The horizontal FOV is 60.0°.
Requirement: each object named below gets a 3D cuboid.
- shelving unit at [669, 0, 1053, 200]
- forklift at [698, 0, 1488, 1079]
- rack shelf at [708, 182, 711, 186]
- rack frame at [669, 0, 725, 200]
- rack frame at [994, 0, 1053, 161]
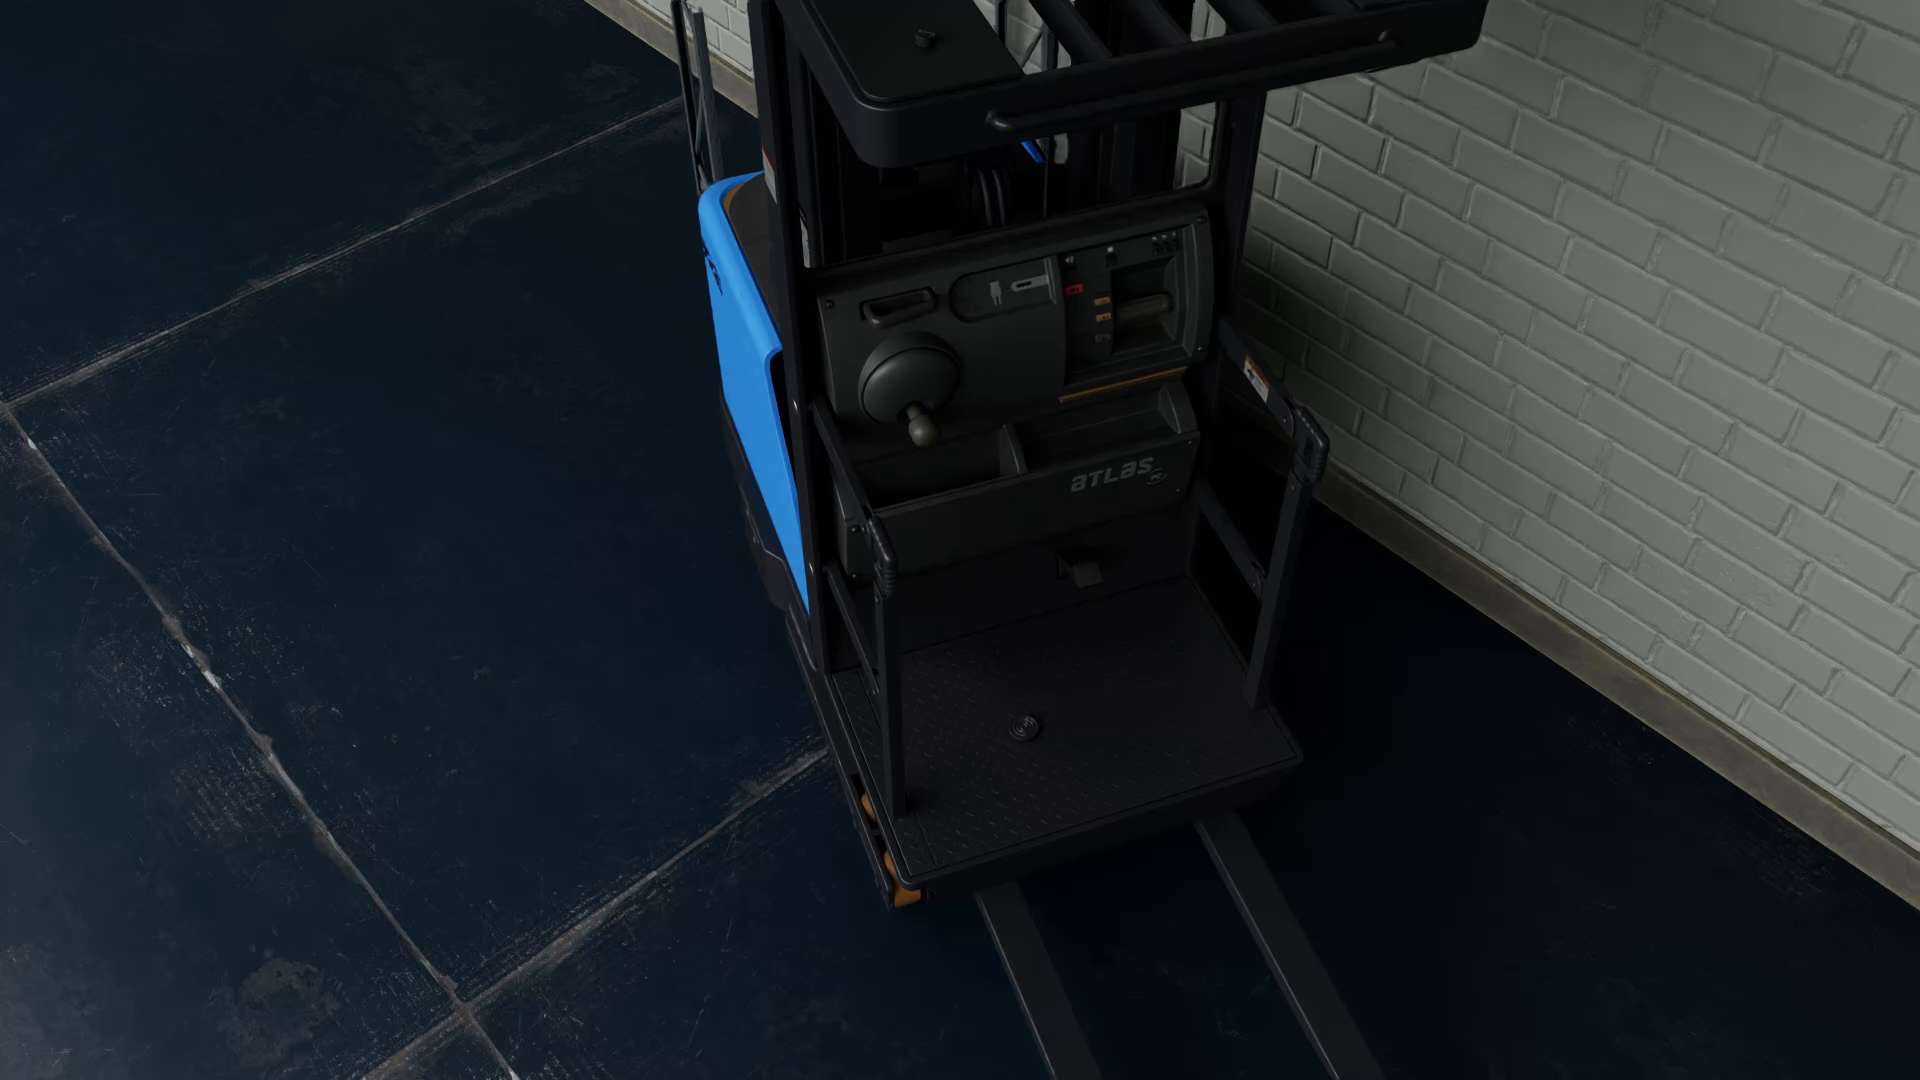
[{"bbox_3d":[-0.285,-1.164,5.287,1.048,1.500,0.538,-13,46,-12],"label":"shelving unit"},{"bbox_3d":[0.216,-0.384,3.610,1.130,2.935,3.031,-15,49,-13],"label":"forklift"},{"bbox_3d":[-0.283,-1.036,5.413,1.000,0.185,0.538,-13,46,-12],"label":"rack shelf"},{"bbox_3d":[-0.771,-1.053,5.184,0.032,1.500,0.500,-13,46,-12],"label":"rack frame"},{"bbox_3d":[0.200,-1.275,5.389,0.032,1.500,0.500,-13,46,-12],"label":"rack frame"}]
